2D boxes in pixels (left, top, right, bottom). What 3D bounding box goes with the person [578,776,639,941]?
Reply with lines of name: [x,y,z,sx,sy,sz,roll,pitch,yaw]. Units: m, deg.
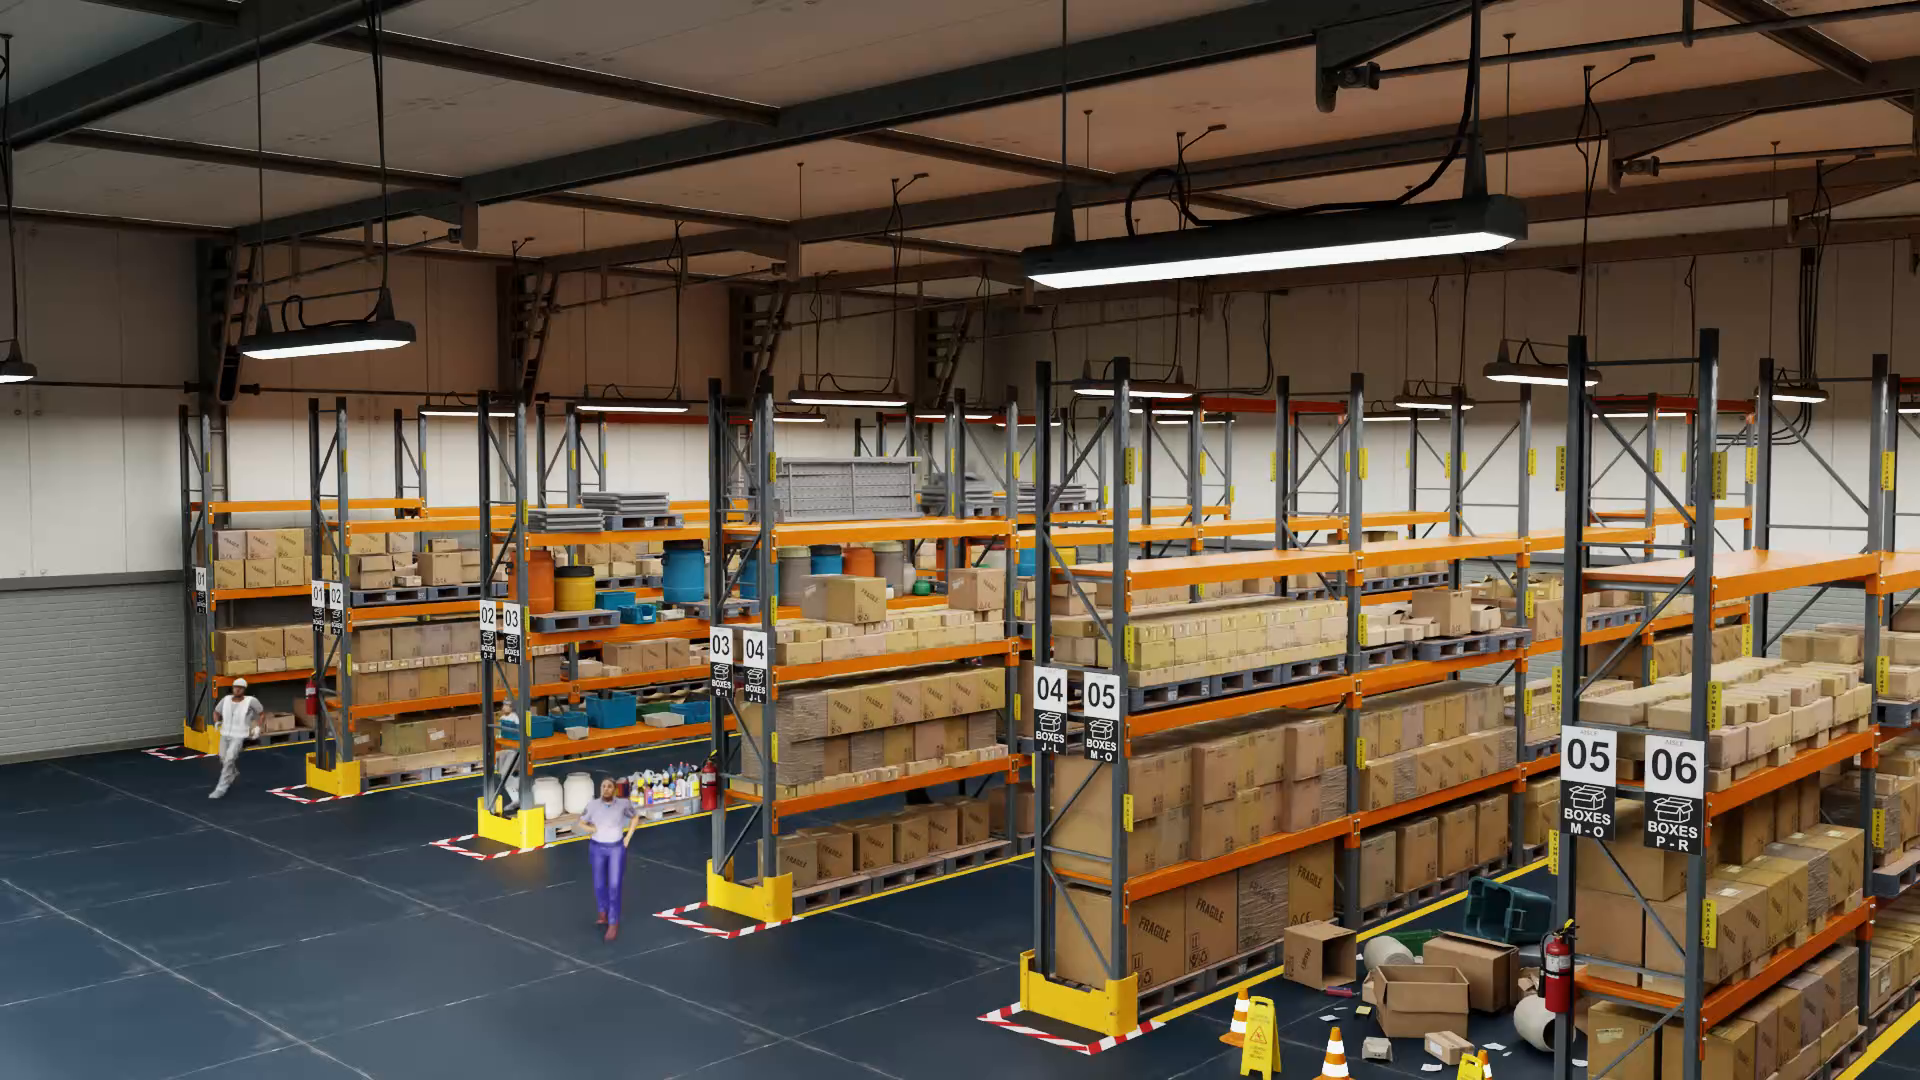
person: [-3.804,3.400,17.917,0.606,1.689,0.734,0,3,1]

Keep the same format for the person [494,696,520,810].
person: [-6.478,3.074,24.040,0.647,1.654,0.494,2,4,37]

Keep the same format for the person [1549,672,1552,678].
person: [9.582,2.925,26.630,0.831,1.666,0.567,-3,4,-42]

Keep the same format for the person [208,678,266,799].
person: [-10.921,2.954,25.062,0.744,1.744,0.976,0,3,3]

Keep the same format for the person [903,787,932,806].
person: [-0.608,3.075,22.859,0.842,1.850,0.672,-3,4,-44]
